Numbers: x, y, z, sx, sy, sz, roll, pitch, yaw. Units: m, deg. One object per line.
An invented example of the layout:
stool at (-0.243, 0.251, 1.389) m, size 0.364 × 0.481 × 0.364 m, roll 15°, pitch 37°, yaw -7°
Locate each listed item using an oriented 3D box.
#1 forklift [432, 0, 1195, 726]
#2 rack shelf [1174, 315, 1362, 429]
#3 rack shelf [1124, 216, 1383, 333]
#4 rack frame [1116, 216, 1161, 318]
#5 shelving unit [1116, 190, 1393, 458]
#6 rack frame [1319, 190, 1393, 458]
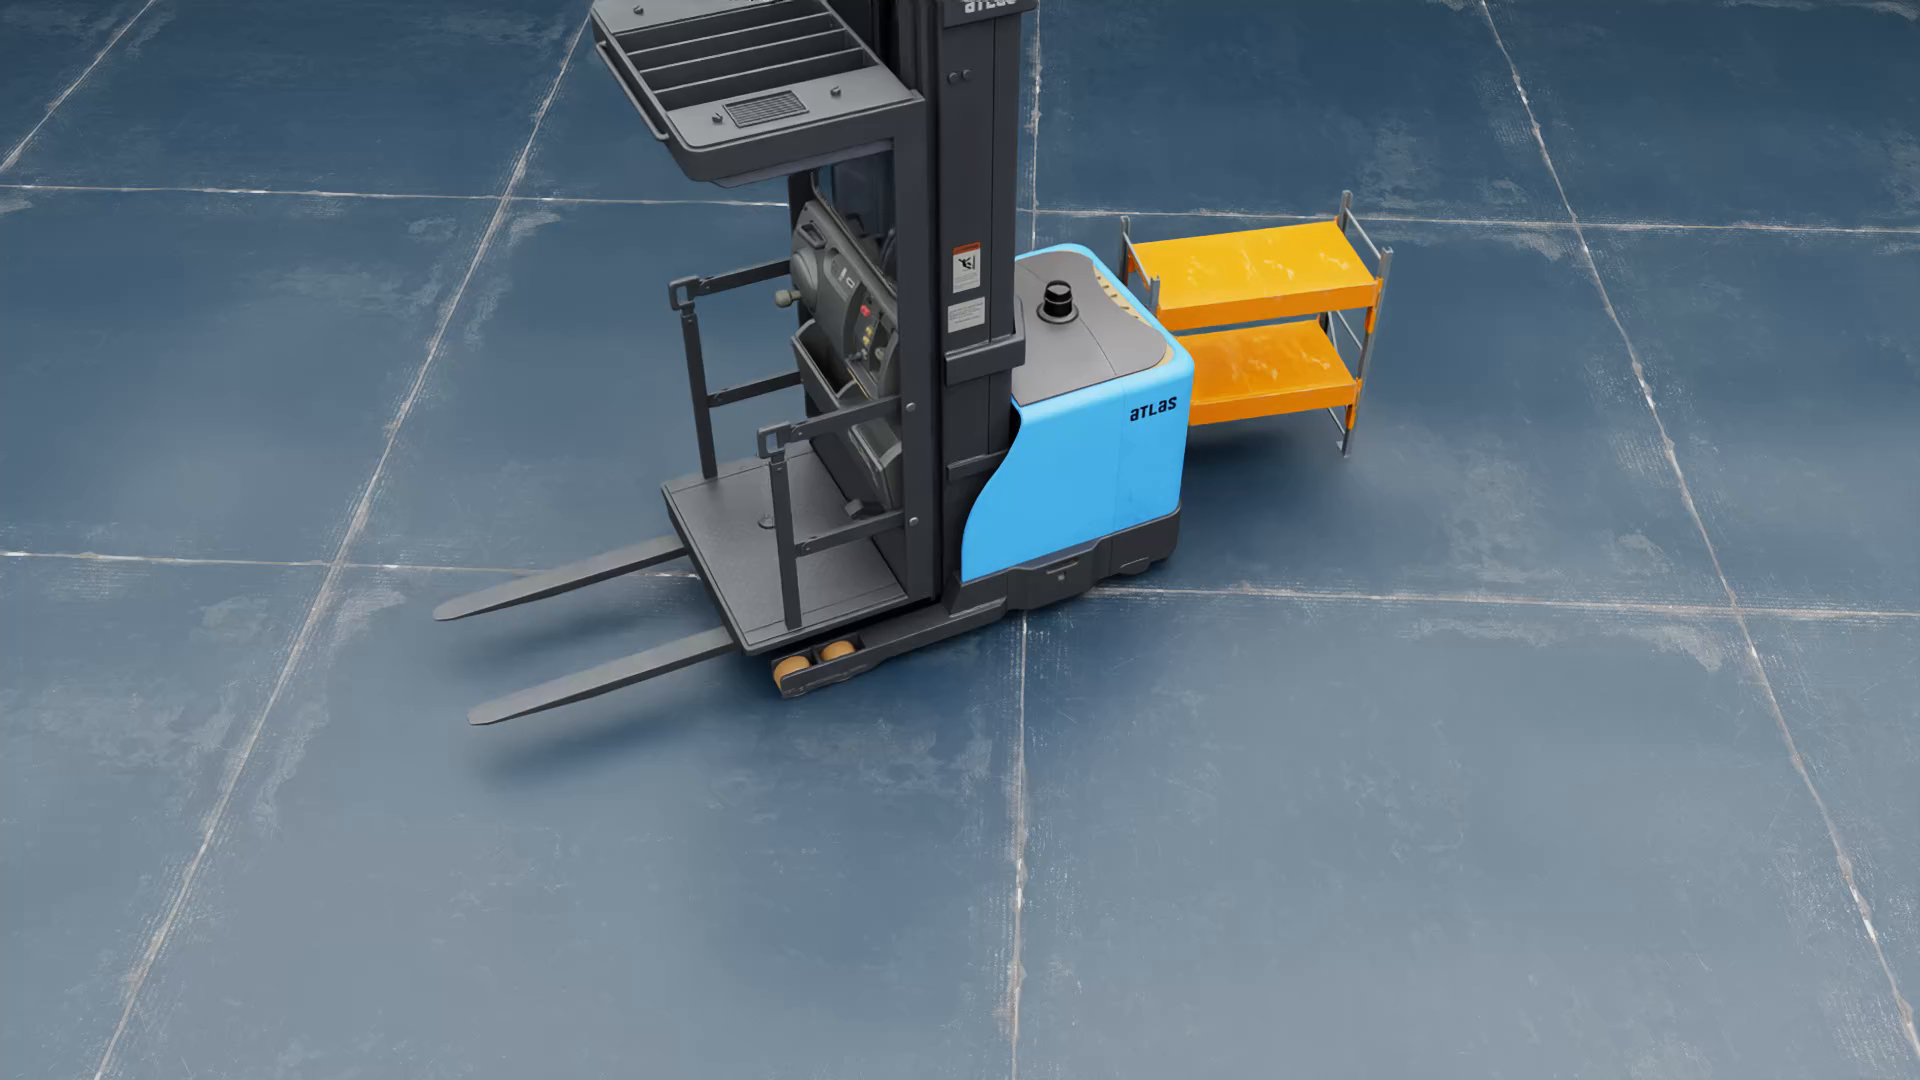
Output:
forklift at (-0.617, -0.858, 6.106) m, size 3.031 × 2.935 × 1.130 m, roll -18°, pitch 46°, yaw -18°
rack shelf at (1.258, -0.715, 7.636) m, size 1.000 × 0.278 × 0.538 m, roll -8°, pitch 44°, yaw -9°
rack shelf at (1.258, -1.108, 7.270) m, size 1.000 × 0.278 × 0.538 m, roll -8°, pitch 44°, yaw -9°
rack frame at (0.760, -0.823, 7.394) m, size 0.032 × 1.125 × 0.500 m, roll -8°, pitch 44°, yaw -9°
shelving unit at (1.258, -0.894, 7.469) m, size 1.048 × 1.125 × 0.538 m, roll -8°, pitch 44°, yaw -9°
rack frame at (1.755, -0.964, 7.545) m, size 0.032 × 1.125 × 0.500 m, roll -8°, pitch 44°, yaw -9°
